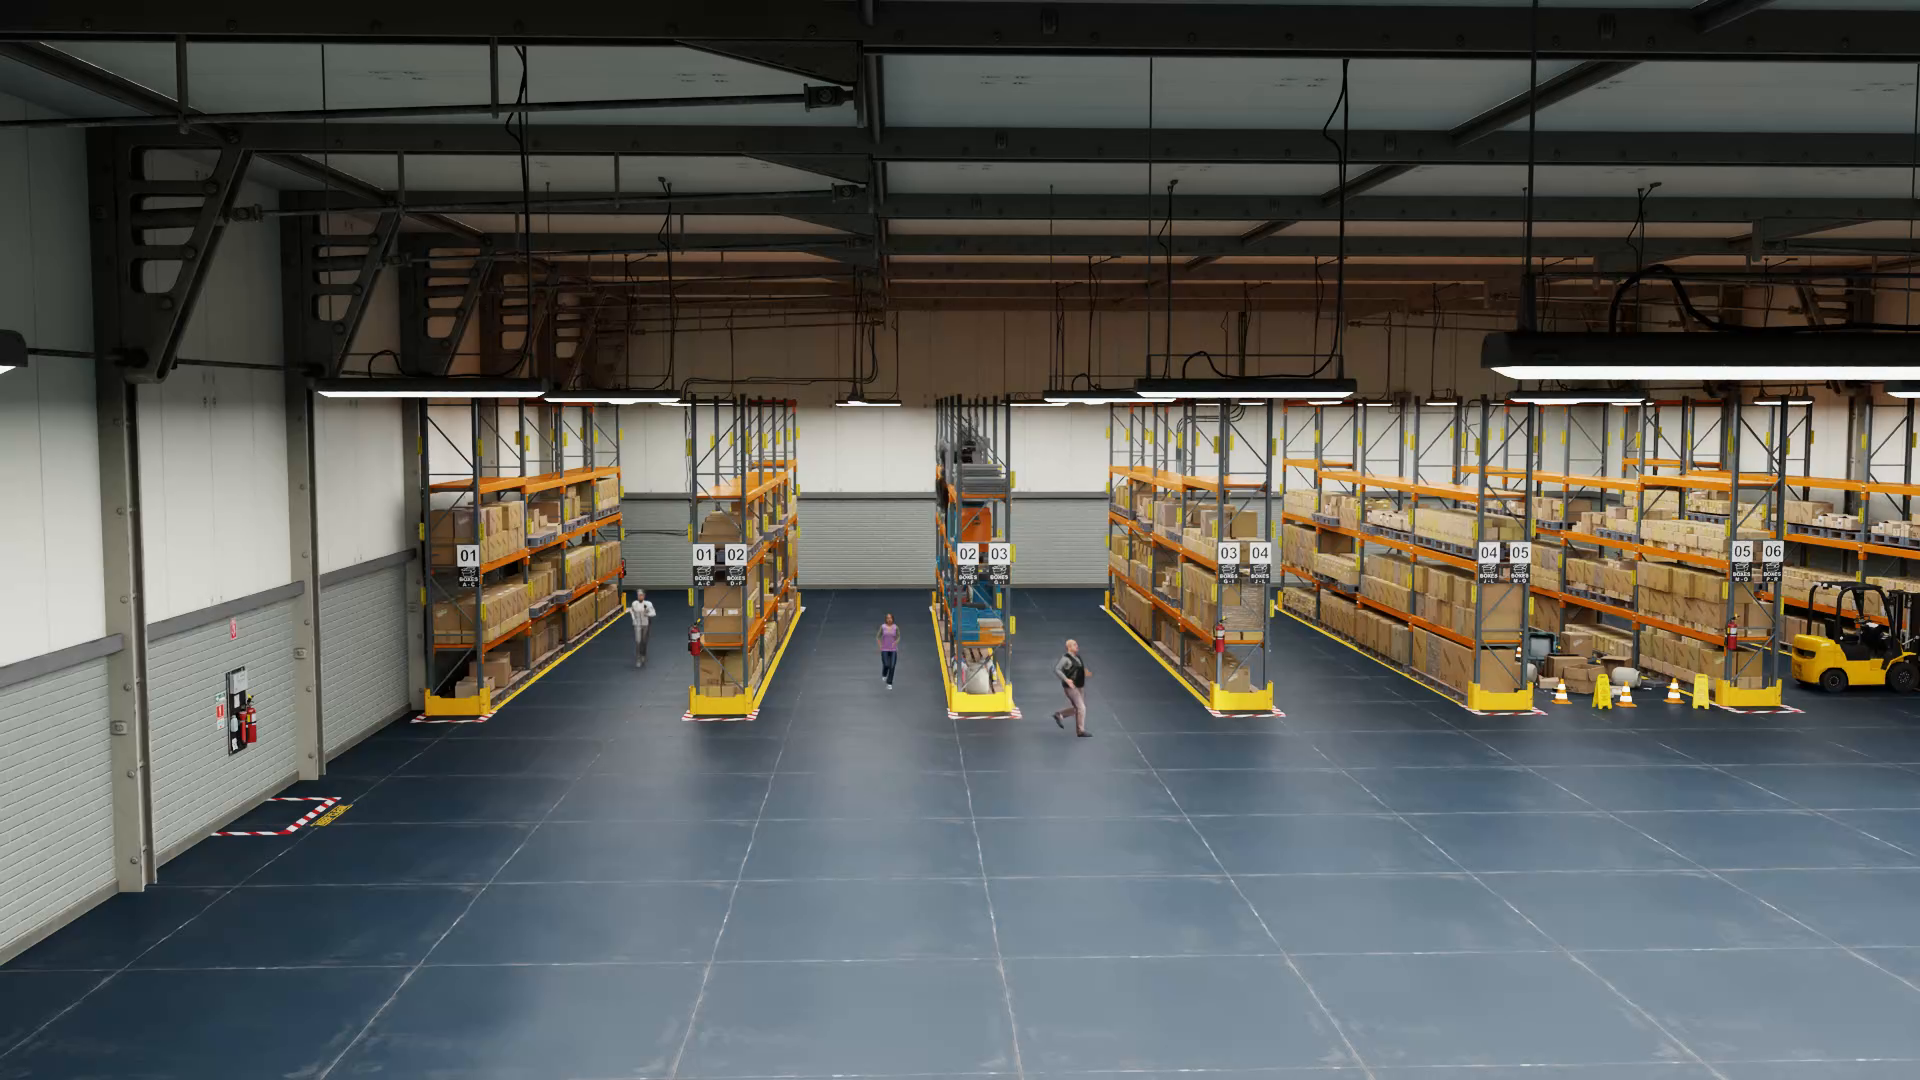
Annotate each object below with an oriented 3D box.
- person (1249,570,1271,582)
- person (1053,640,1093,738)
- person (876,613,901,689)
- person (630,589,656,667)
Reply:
[{"bbox_3d":[8.009,1.332,44.686,0.686,1.753,0.671,0,4,1],"label":"person"},{"bbox_3d":[1.943,2.591,29.040,0.829,1.695,0.566,3,5,32],"label":"person"},{"bbox_3d":[-1.454,2.275,33.941,0.503,1.559,0.493,0,5,-6],"label":"person"},{"bbox_3d":[-7.097,1.956,37.253,0.584,1.754,0.775,-1,5,-7],"label":"person"}]
